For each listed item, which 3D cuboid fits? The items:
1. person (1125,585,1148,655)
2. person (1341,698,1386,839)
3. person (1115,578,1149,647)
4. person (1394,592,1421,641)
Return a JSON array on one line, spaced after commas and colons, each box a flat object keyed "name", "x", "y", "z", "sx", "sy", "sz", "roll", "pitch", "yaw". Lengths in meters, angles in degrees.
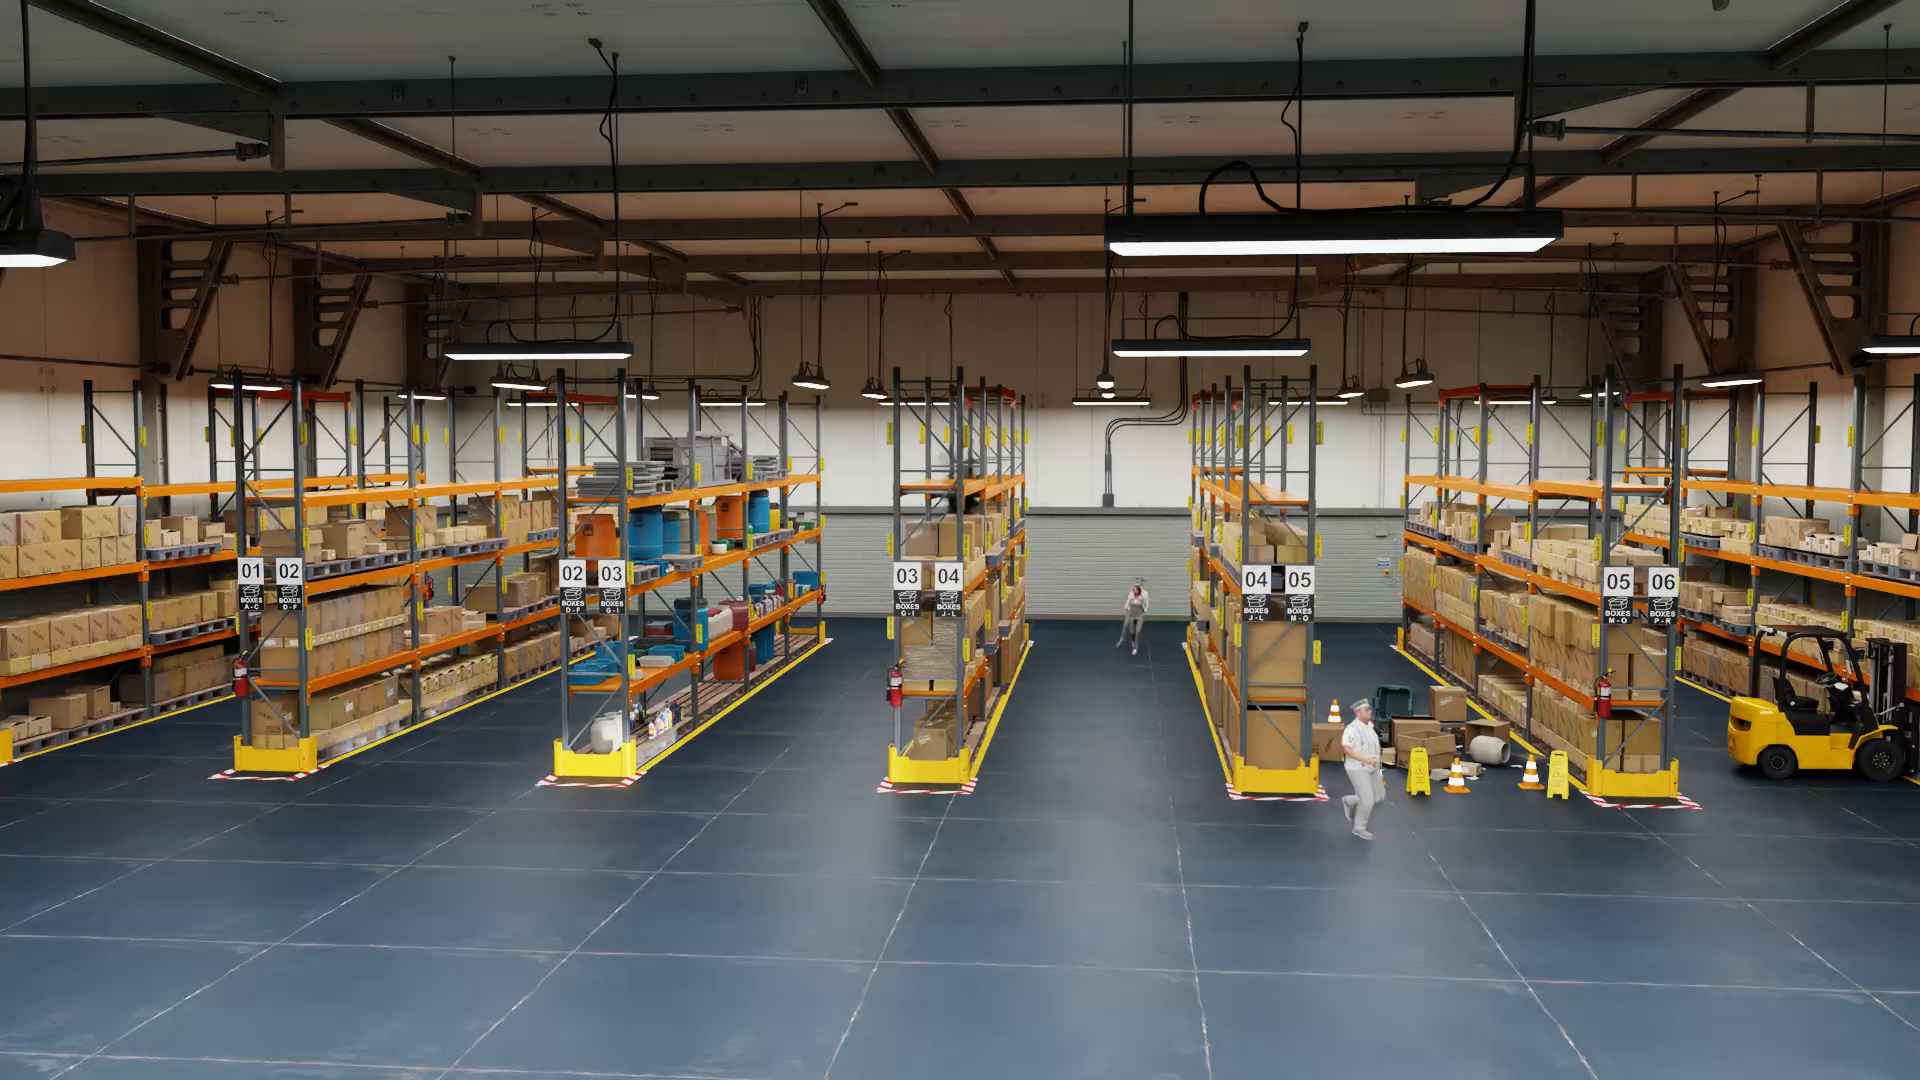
[{"name": "person", "x": 4.074, "y": 1.837, "z": 38.469, "sx": 0.536, "sy": 1.595, "sz": 0.633, "roll": 1, "pitch": 4, "yaw": 17}, {"name": "person", "x": 5.033, "y": 2.846, "z": 20.845, "sx": 0.620, "sy": 1.752, "sz": 0.697, "roll": 3, "pitch": 5, "yaw": 43}, {"name": "person", "x": 4.200, "y": 1.709, "z": 39.634, "sx": 0.704, "sy": 1.663, "sz": 0.870, "roll": 2, "pitch": 4, "yaw": 33}, {"name": "person", "x": 10.967, "y": 1.634, "z": 40.299, "sx": 0.969, "sy": 1.790, "sz": 0.731, "roll": 2, "pitch": 4, "yaw": 26}]
